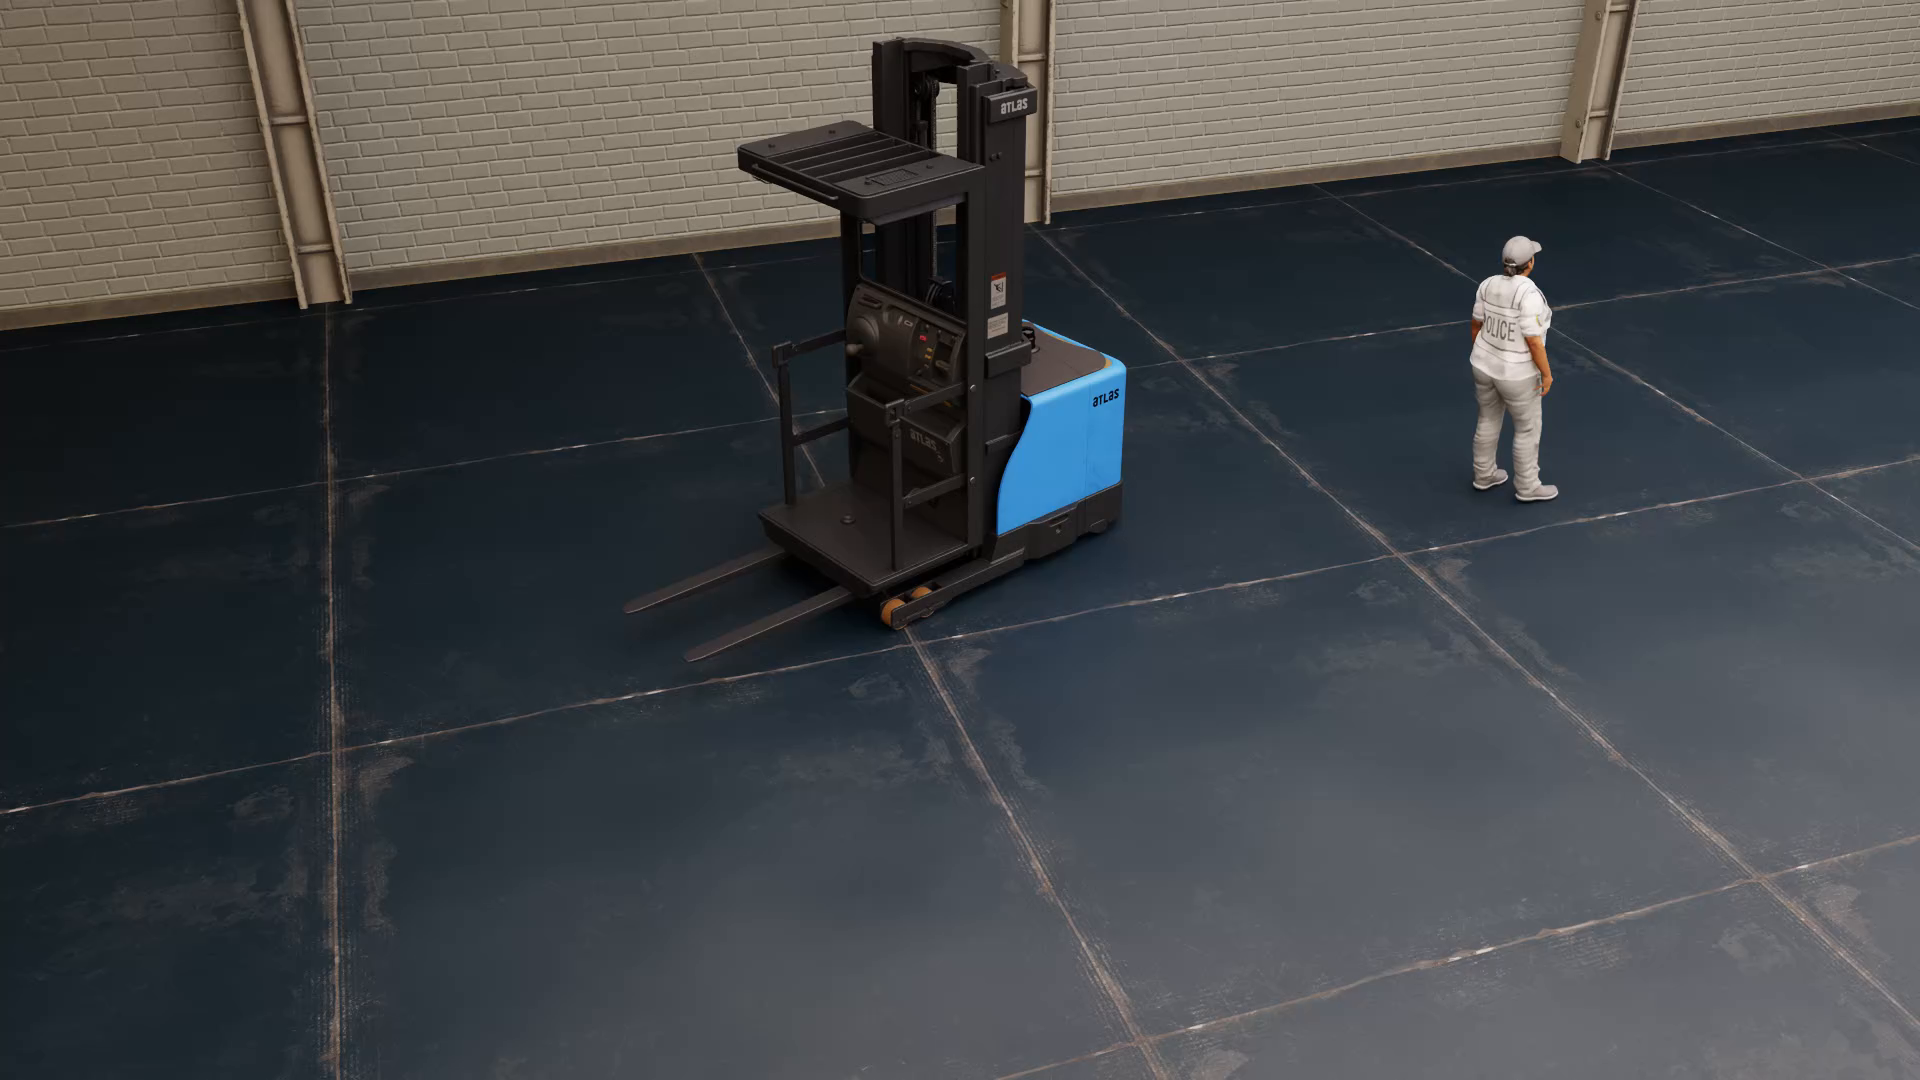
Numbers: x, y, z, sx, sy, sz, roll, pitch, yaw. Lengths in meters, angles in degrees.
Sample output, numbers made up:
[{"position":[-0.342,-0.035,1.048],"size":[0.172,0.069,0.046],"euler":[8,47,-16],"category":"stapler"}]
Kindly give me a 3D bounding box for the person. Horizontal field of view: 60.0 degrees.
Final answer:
[{"position":[3.419,-1.057,10.178],"size":[0.529,1.670,0.598],"euler":[-17,34,-28],"category":"person"}]

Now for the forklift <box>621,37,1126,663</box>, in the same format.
[{"position":[-0.461,-1.072,8.951],"size":[3.031,2.935,1.130],"euler":[-23,37,-34],"category":"forklift"}]
